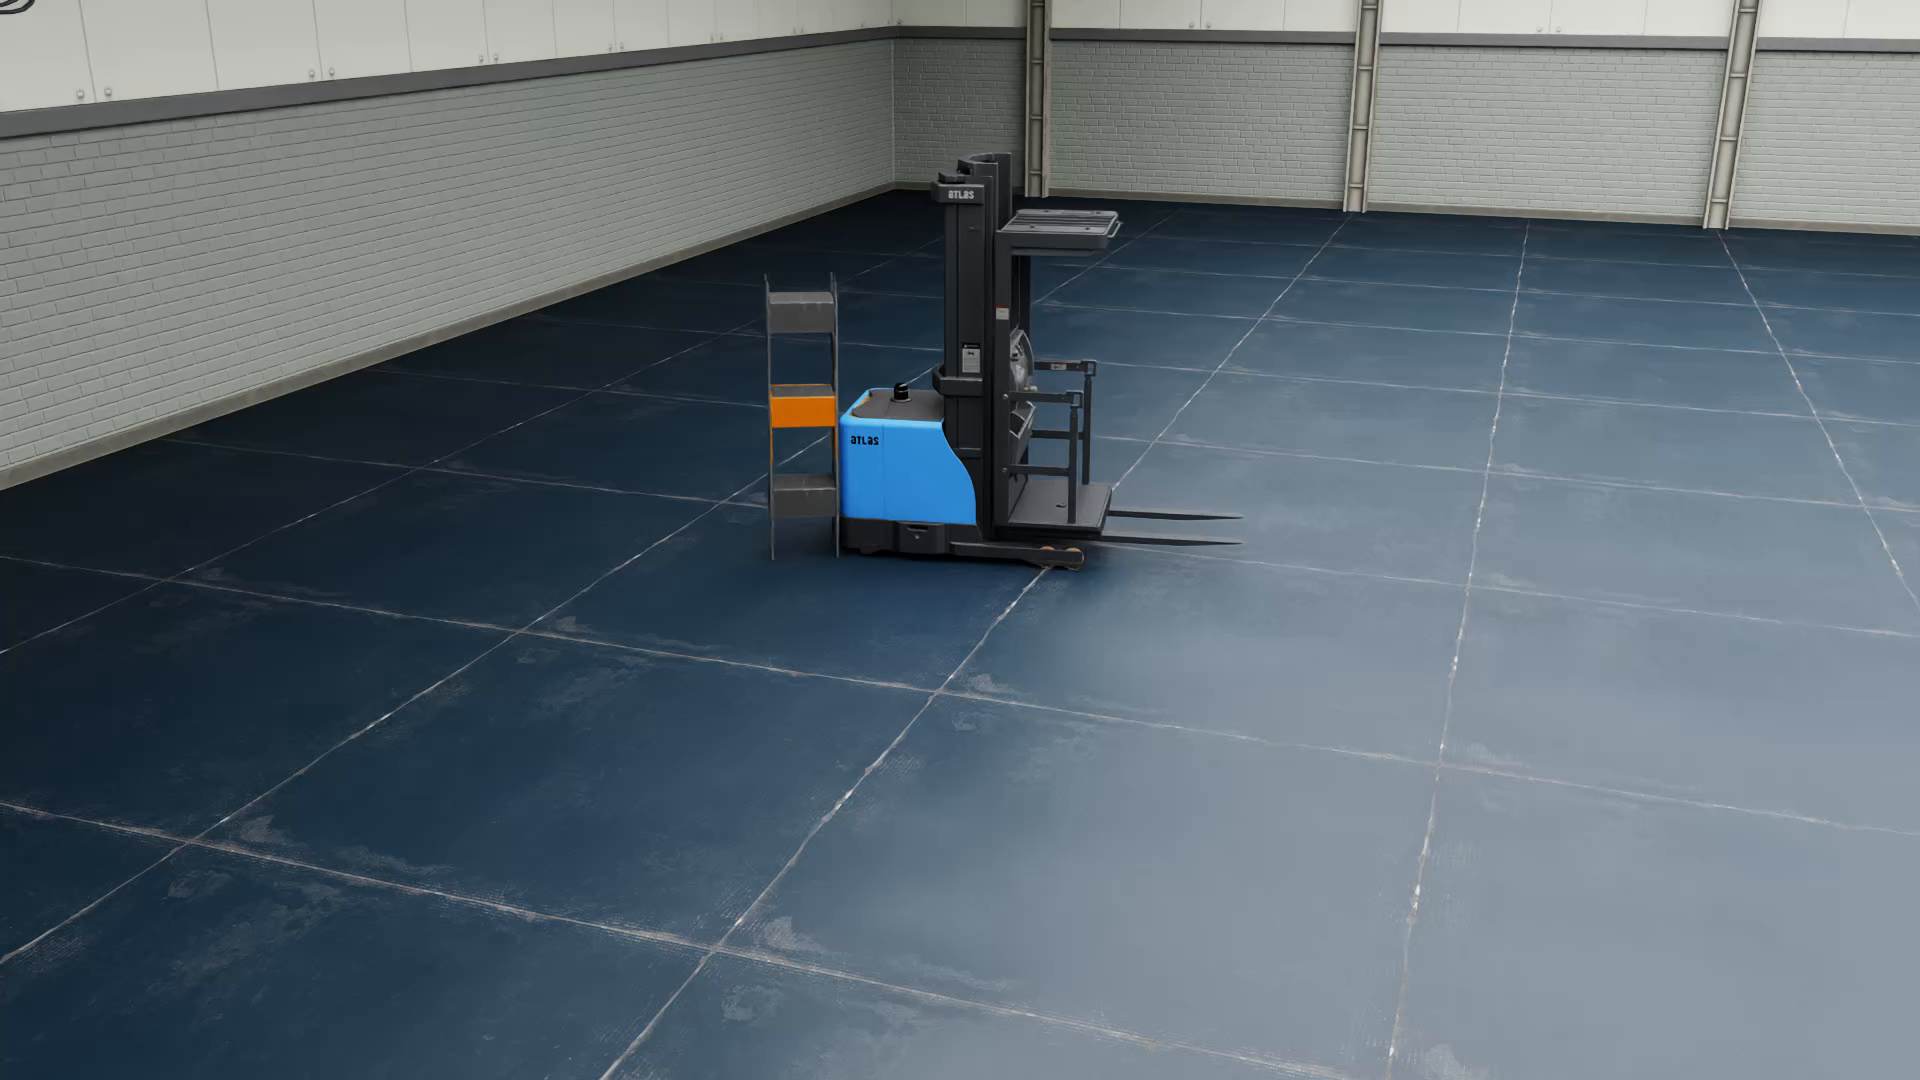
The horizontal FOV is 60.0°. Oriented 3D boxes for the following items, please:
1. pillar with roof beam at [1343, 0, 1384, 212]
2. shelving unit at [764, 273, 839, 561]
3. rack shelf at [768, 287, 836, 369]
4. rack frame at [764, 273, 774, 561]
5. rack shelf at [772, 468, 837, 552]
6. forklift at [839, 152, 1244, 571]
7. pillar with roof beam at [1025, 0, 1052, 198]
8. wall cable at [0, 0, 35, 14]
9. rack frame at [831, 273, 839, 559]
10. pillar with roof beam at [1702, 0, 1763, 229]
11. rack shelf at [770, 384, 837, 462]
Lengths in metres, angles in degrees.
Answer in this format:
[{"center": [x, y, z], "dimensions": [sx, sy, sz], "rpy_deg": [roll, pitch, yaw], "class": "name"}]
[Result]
[{"center": [5.728, -8.865, 24.753], "dimensions": [0.400, 9.000, 9.100], "rpy_deg": [7, 20, 18], "class": "pillar with roof beam"}, {"center": [-1.177, -0.907, 12.389], "dimensions": [0.503, 2.100, 0.431], "rpy_deg": [-2, 19, -9], "class": "shelving unit"}, {"center": [-1.165, -1.555, 12.165], "dimensions": [0.480, 0.518, 0.431], "rpy_deg": [-2, 19, -9], "class": "rack shelf"}, {"center": [-1.418, -0.899, 12.353], "dimensions": [0.015, 2.100, 0.400], "rpy_deg": [-2, 19, -9], "class": "rack frame"}, {"center": [-1.190, -0.232, 12.622], "dimensions": [0.480, 0.518, 0.431], "rpy_deg": [-2, 19, -9], "class": "rack shelf"}, {"center": [0.648, -1.346, 12.401], "dimensions": [3.031, 2.935, 1.130], "rpy_deg": [3, 19, 9], "class": "forklift"}, {"center": [0.061, -9.513, 26.612], "dimensions": [0.400, 9.000, 9.100], "rpy_deg": [7, 20, 18], "class": "pillar with roof beam"}, {"center": [-8.082, -6.343, 12.351], "dimensions": [0.169, 6.003, 2.305], "rpy_deg": [7, 20, 18], "class": "wall cable"}, {"center": [-0.936, -0.915, 12.426], "dimensions": [0.015, 2.100, 0.400], "rpy_deg": [-2, 19, -9], "class": "rack frame"}, {"center": [11.396, -8.217, 22.894], "dimensions": [0.400, 9.000, 9.100], "rpy_deg": [7, 20, 18], "class": "pillar with roof beam"}, {"center": [-1.177, -0.894, 12.394], "dimensions": [0.480, 0.518, 0.431], "rpy_deg": [-2, 19, -9], "class": "rack shelf"}]
